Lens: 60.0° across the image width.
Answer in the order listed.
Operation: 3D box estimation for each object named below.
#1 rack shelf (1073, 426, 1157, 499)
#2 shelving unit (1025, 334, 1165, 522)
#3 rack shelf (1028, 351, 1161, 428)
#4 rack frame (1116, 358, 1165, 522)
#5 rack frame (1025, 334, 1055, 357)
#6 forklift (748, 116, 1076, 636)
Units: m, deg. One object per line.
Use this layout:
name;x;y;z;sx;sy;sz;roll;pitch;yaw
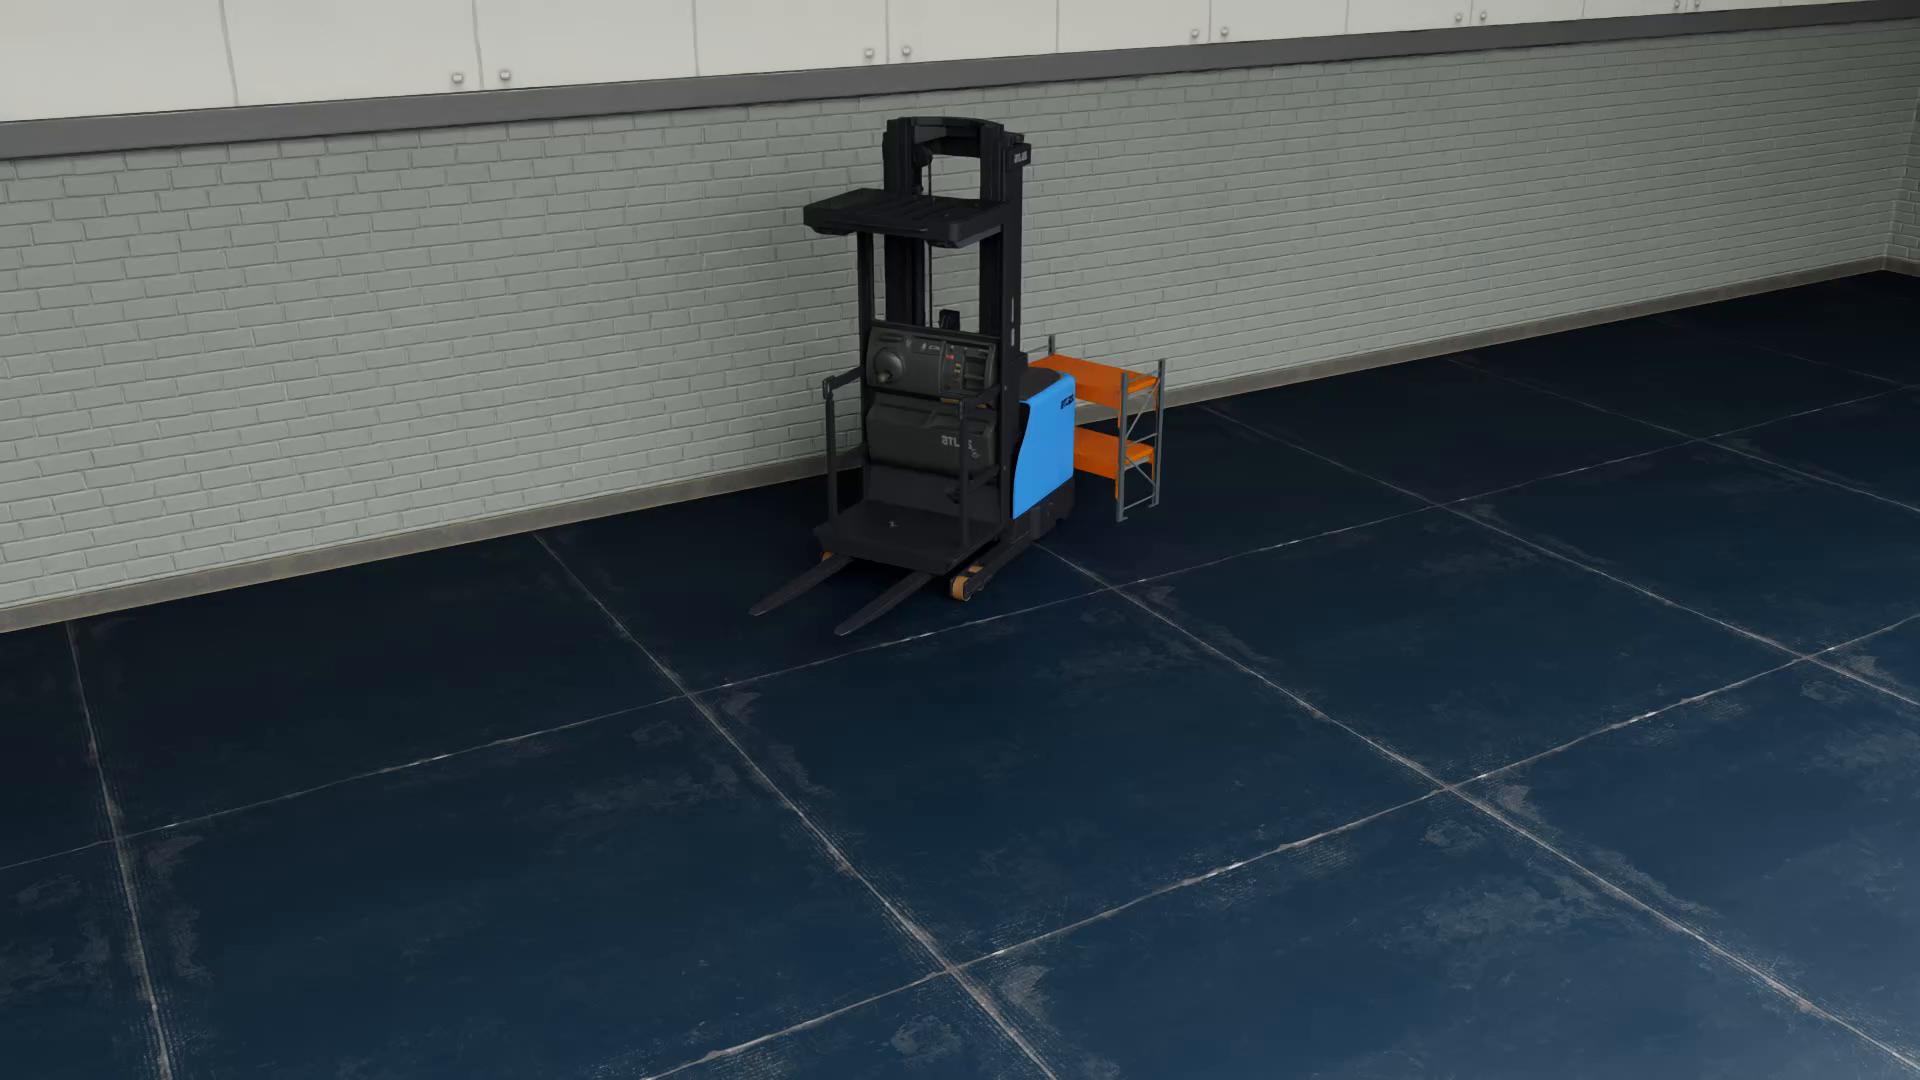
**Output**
rack shelf;0.933;-0.626;12.506;1.000;0.278;0.538;18;28;38
shelving unit;0.933;-0.852;12.414;1.048;1.125;0.538;18;28;38
rack shelf;0.933;-1.123;12.304;1.000;0.278;0.538;18;28;38
rack frame;1.315;-0.726;12.104;0.032;1.125;0.500;18;28;38
rack frame;0.550;-0.978;12.725;0.032;1.125;0.500;18;28;38
forklift;-0.290;-1.150;10.749;1.130;2.935;3.031;11;25;26
